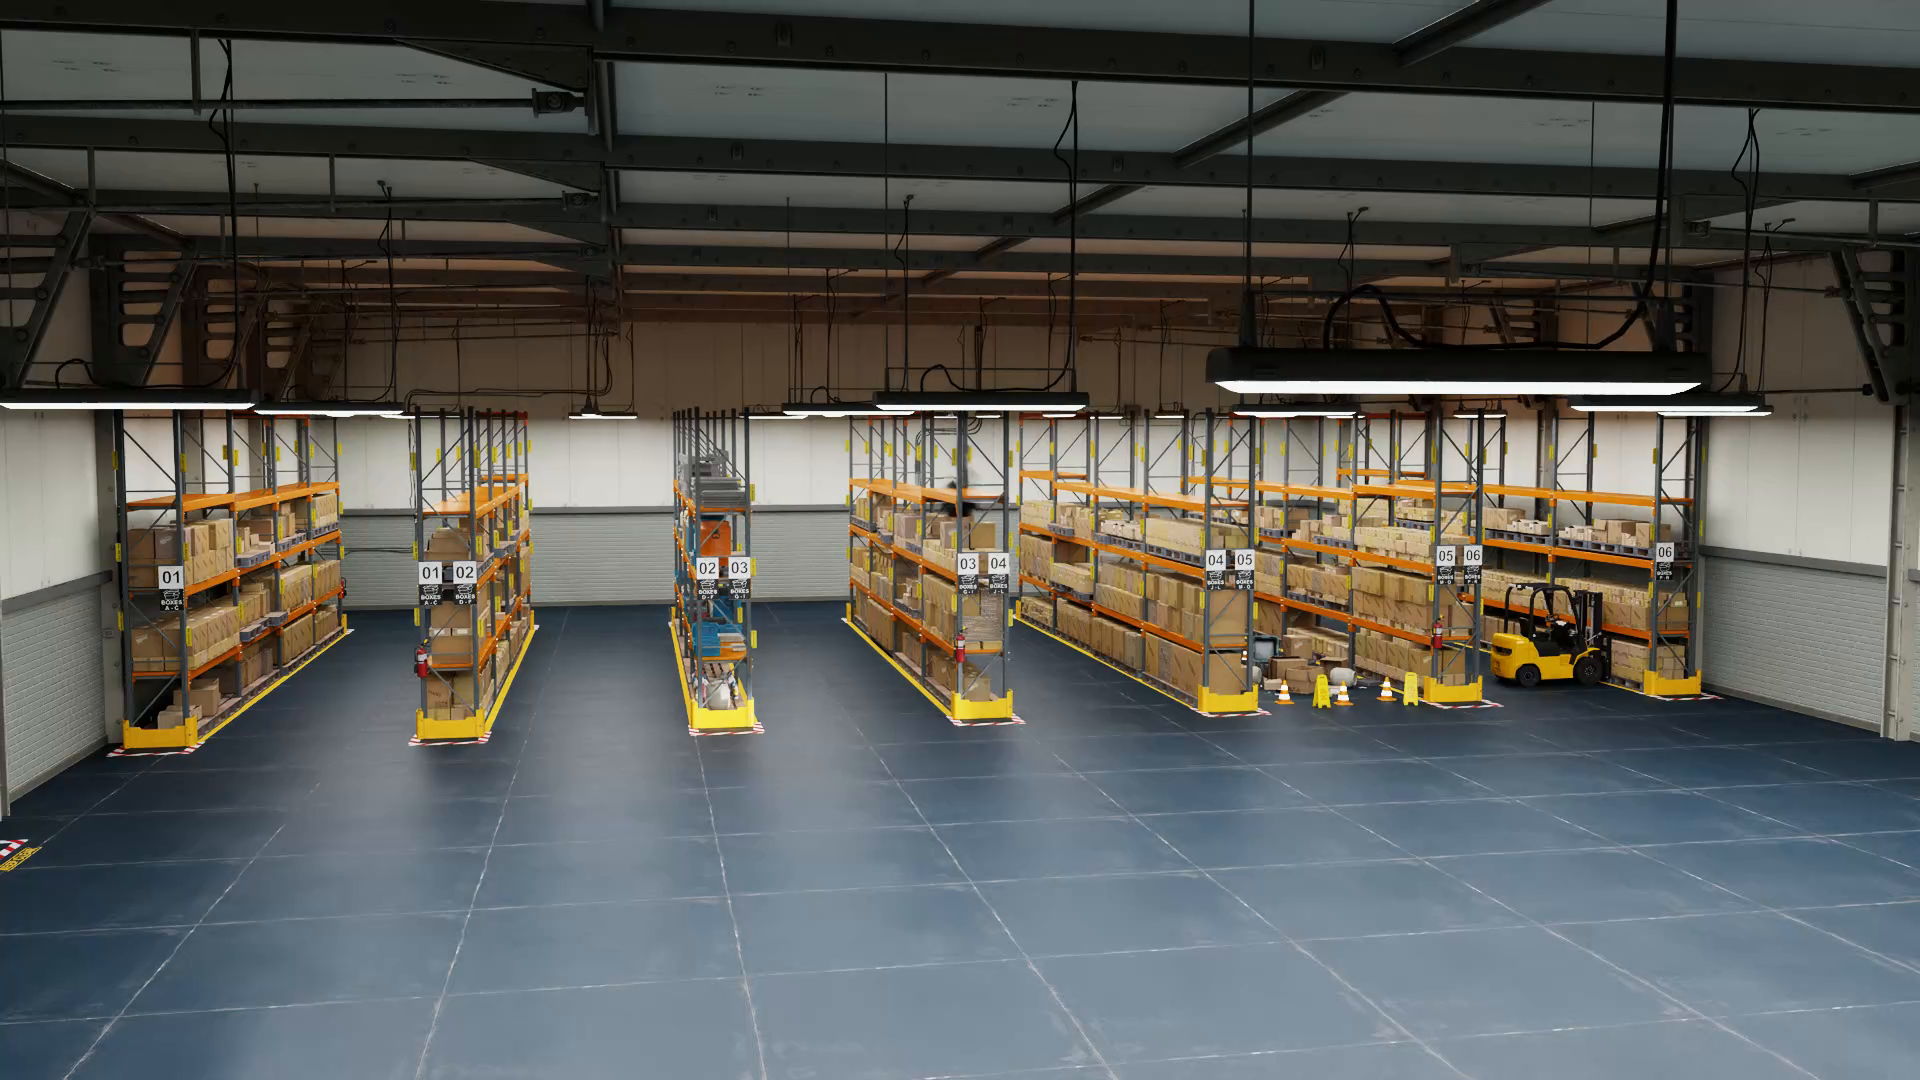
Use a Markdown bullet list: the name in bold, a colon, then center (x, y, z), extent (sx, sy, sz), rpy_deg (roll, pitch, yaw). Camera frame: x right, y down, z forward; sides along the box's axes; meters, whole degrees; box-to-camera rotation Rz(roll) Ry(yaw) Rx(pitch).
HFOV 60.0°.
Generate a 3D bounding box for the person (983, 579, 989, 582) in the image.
- **person**: center (0.915, 1.607, 45.827), extent (0.734, 1.719, 0.666), rpy_deg (0, 4, -1)

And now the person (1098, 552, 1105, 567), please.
- **person**: center (4.138, 1.277, 50.252), extent (0.727, 1.800, 0.688), rpy_deg (-1, 4, -15)
